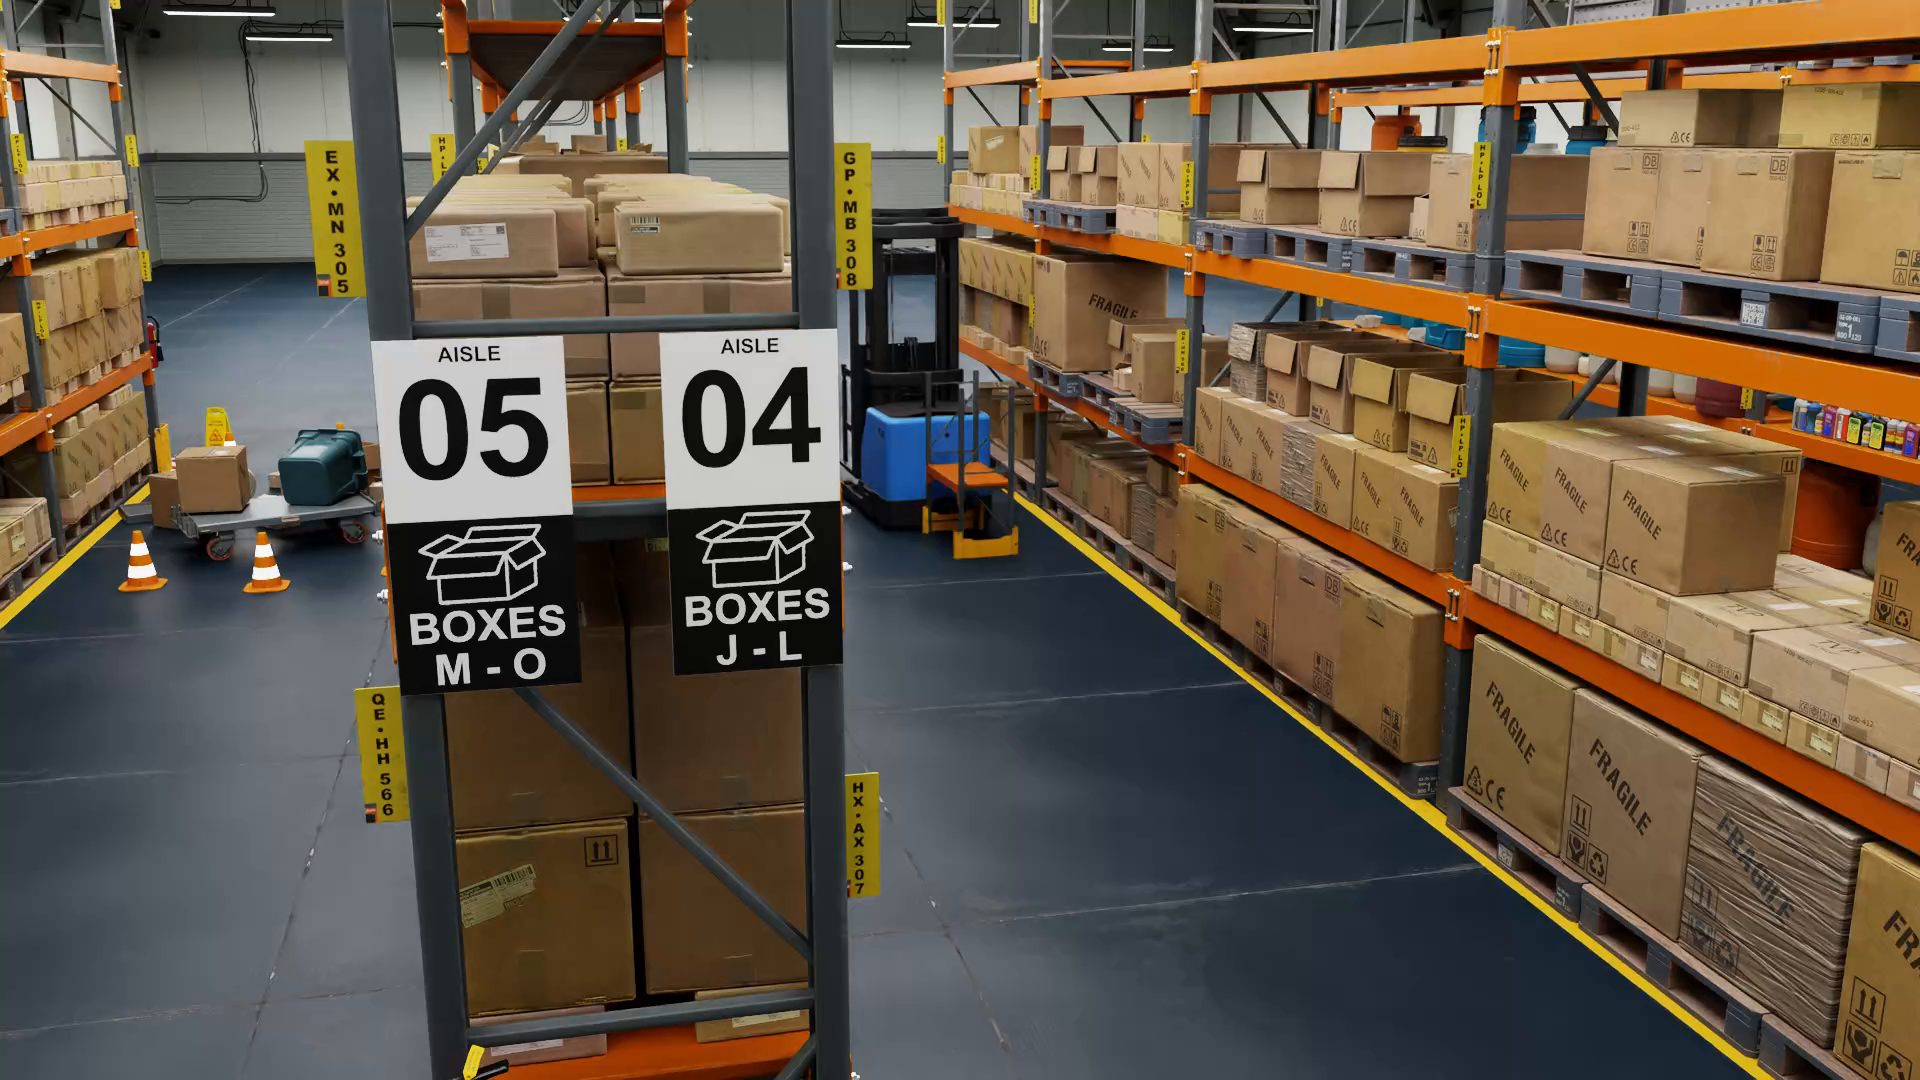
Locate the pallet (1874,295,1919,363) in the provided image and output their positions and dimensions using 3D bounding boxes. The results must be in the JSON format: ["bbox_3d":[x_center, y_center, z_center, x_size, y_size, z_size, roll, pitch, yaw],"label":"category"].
[{"bbox_3d":[3.885,-0.655,5.478,1.003,0.211,1.213,-3,14,-13],"label":"pallet"}]

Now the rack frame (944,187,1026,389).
[{"bbox_3d":[0.311,-2.762,20.234,1.000,3.000,0.127,-3,14,-13],"label":"rack frame"}]

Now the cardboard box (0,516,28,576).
[{"bbox_3d":[-8.084,0.072,13.285,0.950,0.372,0.625,-2,14,-10],"label":"cardboard box"}]

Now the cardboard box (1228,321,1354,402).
[{"bbox_3d":[2.346,-1.283,11.855,0.797,0.503,0.637,-3,14,-11],"label":"cardboard box"}]

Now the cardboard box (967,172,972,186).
[{"bbox_3d":[0.292,-4.080,18.785,0.380,0.149,0.250,-3,14,-11],"label":"cardboard box"}]

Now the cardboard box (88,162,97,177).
[{"bbox_3d":[-8.845,-3.689,16.560,0.380,0.149,0.250,-3,14,-13],"label":"cardboard box"}]

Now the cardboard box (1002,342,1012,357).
[{"bbox_3d":[0.669,-2.041,17.814,0.380,0.149,0.250,-3,14,-13],"label":"cardboard box"}]

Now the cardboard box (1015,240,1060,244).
[{"bbox_3d":[0.919,-3.097,18.662,0.500,0.500,0.500,-3,14,-13],"label":"cardboard box"}]

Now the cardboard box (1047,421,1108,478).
[{"bbox_3d":[1.196,-0.923,17.091,0.500,0.500,0.500,-4,14,-15],"label":"cardboard box"}]

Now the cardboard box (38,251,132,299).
[{"bbox_3d":[-8.878,-2.665,16.895,0.700,0.500,0.500,-3,14,-13],"label":"cardboard box"}]

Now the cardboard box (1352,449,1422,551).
[{"bbox_3d":[2.645,-0.249,9.739,0.500,0.500,0.500,-3,14,-11],"label":"cardboard box"}]

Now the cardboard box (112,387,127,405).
[{"bbox_3d":[-8.672,-1.448,16.817,0.380,0.149,0.250,-3,14,-12],"label":"cardboard box"}]

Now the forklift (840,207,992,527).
[{"bbox_3d":[-0.620,-1.854,16.661,1.130,2.935,3.031,-4,14,-17],"label":"forklift"}]

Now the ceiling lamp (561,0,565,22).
[{"bbox_3d":[-9.196,-14.177,42.018,2.000,3.185,0.800,-3,14,-13],"label":"ceiling lamp"}]

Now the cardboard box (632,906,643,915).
[{"bbox_3d":[-0.839,1.038,5.211,0.380,0.149,0.250,-3,14,-11],"label":"cardboard box"}]

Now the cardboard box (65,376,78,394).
[{"bbox_3d":[-8.370,-1.429,15.309,0.380,0.149,0.250,-3,14,-11],"label":"cardboard box"}]

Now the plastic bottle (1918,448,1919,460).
[{"bbox_3d":[7.064,-0.717,12.137,0.097,0.271,0.097,0,14,0],"label":"plastic bottle"}]

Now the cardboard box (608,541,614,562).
[{"bbox_3d":[-0.972,0.031,5.860,0.500,0.500,0.500,-4,14,-15],"label":"cardboard box"}]

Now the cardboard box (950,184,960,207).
[{"bbox_3d":[0.173,-4.020,19.382,0.500,0.250,0.500,-3,14,-12],"label":"cardboard box"}]

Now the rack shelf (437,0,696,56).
[{"bbox_3d":[-1.246,-1.842,5.352,1.077,0.370,4.000,-3,14,-13],"label":"rack shelf"}]

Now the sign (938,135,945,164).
[{"bbox_3d":[-0.216,-4.613,19.650,0.100,0.325,0.005,-3,14,-13],"label":"sign"}]

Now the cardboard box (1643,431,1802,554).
[{"bbox_3d":[3.611,-0.222,7.949,0.500,0.500,0.500,-3,14,-13],"label":"cardboard box"}]

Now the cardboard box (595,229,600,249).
[{"bbox_3d":[-0.977,-0.915,5.616,0.500,0.250,0.500,-4,14,-15],"label":"cardboard box"}]

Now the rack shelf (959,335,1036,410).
[{"bbox_3d":[0.781,-1.951,18.431,1.077,0.370,4.000,-3,14,-13],"label":"rack shelf"}]

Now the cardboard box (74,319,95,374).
[{"bbox_3d":[-8.460,-1.828,15.574,0.500,0.500,0.500,-3,14,-14],"label":"cardboard box"}]

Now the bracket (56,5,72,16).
[{"bbox_3d":[-20.052,-11.845,37.186,0.235,0.232,0.430,-3,14,-13],"label":"bracket"}]

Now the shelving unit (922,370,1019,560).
[{"bbox_3d":[0.082,-0.697,14.945,0.587,1.500,1.083,-4,14,-17],"label":"shelving unit"}]

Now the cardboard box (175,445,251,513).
[{"bbox_3d":[-6.659,-0.546,14.837,0.500,0.500,0.500,-3,14,-13],"label":"cardboard box"}]

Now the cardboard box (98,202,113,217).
[{"bbox_3d":[-8.846,-3.359,16.888,0.380,0.149,0.250,-3,14,-11],"label":"cardboard box"}]

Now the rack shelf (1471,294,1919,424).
[{"bbox_3d":[3.599,-0.640,6.744,1.077,0.370,4.000,-3,14,-13],"label":"rack shelf"}]

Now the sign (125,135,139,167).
[{"bbox_3d":[-8.777,-4.123,17.620,0.100,0.325,0.005,-3,14,-13],"label":"sign"}]

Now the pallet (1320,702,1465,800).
[{"bbox_3d":[2.875,1.187,9.945,1.003,0.211,1.213,-3,14,-13],"label":"pallet"}]

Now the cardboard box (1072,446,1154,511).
[{"bbox_3d":[1.468,-0.584,15.662,0.700,0.500,0.500,-3,14,-14],"label":"cardboard box"}]

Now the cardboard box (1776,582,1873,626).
[{"bbox_3d":[3.848,0.376,7.079,0.500,0.250,0.500,-4,14,-14],"label":"cardboard box"}]

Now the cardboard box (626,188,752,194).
[{"bbox_3d":[-0.855,-1.028,5.240,0.380,0.149,0.250,-3,14,-11],"label":"cardboard box"}]

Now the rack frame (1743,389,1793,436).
[{"bbox_3d":[7.005,-1.192,13.810,1.000,3.000,0.127,-3,14,-13],"label":"rack frame"}]

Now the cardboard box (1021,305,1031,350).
[{"bbox_3d":[1.122,-2.257,17.329,0.875,0.500,0.500,-3,14,-13],"label":"cardboard box"}]

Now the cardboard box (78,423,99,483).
[{"bbox_3d":[-8.395,-0.793,15.505,0.500,0.500,0.500,-3,14,-11],"label":"cardboard box"}]

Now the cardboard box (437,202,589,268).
[{"bbox_3d":[-1.123,-0.760,4.142,0.380,0.149,0.250,-3,14,-12],"label":"cardboard box"}]

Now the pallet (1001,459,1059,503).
[{"bbox_3d":[1.059,-0.637,17.414,1.003,0.211,1.213,-3,14,-13],"label":"pallet"}]

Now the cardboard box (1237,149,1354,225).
[{"bbox_3d":[2.404,-2.491,11.702,0.797,0.503,0.637,-2,14,-10],"label":"cardboard box"}]

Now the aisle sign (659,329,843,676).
[{"bbox_3d":[-0.467,-0.080,3.781,0.394,0.787,0.004,-3,14,-13],"label":"aisle sign"}]

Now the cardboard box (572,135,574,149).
[{"bbox_3d":[-3.826,-4.132,17.274,0.380,0.149,0.250,-3,14,-14],"label":"cardboard box"}]

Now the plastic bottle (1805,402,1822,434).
[{"bbox_3d":[6.793,-0.984,13.227,0.097,0.271,0.097,0,14,0],"label":"plastic bottle"}]

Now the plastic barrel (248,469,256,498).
[{"bbox_3d":[-7.365,-0.566,16.674,0.512,0.421,0.421,7,15,26],"label":"plastic barrel"}]

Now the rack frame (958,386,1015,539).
[{"bbox_3d":[0.229,-0.584,14.481,0.500,1.500,0.032,-4,14,-17],"label":"rack frame"}]

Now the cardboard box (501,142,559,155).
[{"bbox_3d":[-3.335,-2.807,12.792,0.500,0.500,0.500,-3,14,-13],"label":"cardboard box"}]

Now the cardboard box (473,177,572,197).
[{"bbox_3d":[-1.737,-1.361,6.603,0.380,0.149,0.250,-3,14,-14],"label":"cardboard box"}]

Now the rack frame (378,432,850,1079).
[{"bbox_3d":[-0.776,1.182,4.090,1.000,3.000,0.127,-3,14,-13],"label":"rack frame"}]

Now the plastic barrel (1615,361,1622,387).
[{"bbox_3d":[6.351,-1.679,15.516,0.433,0.535,0.433,0,14,0],"label":"plastic barrel"}]

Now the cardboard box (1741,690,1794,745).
[{"bbox_3d":[3.363,0.692,6.626,0.380,0.149,0.250,-3,14,-13],"label":"cardboard box"}]

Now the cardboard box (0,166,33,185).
[{"bbox_3d":[-8.139,-3.100,14.147,0.380,0.149,0.250,-4,14,-14],"label":"cardboard box"}]
